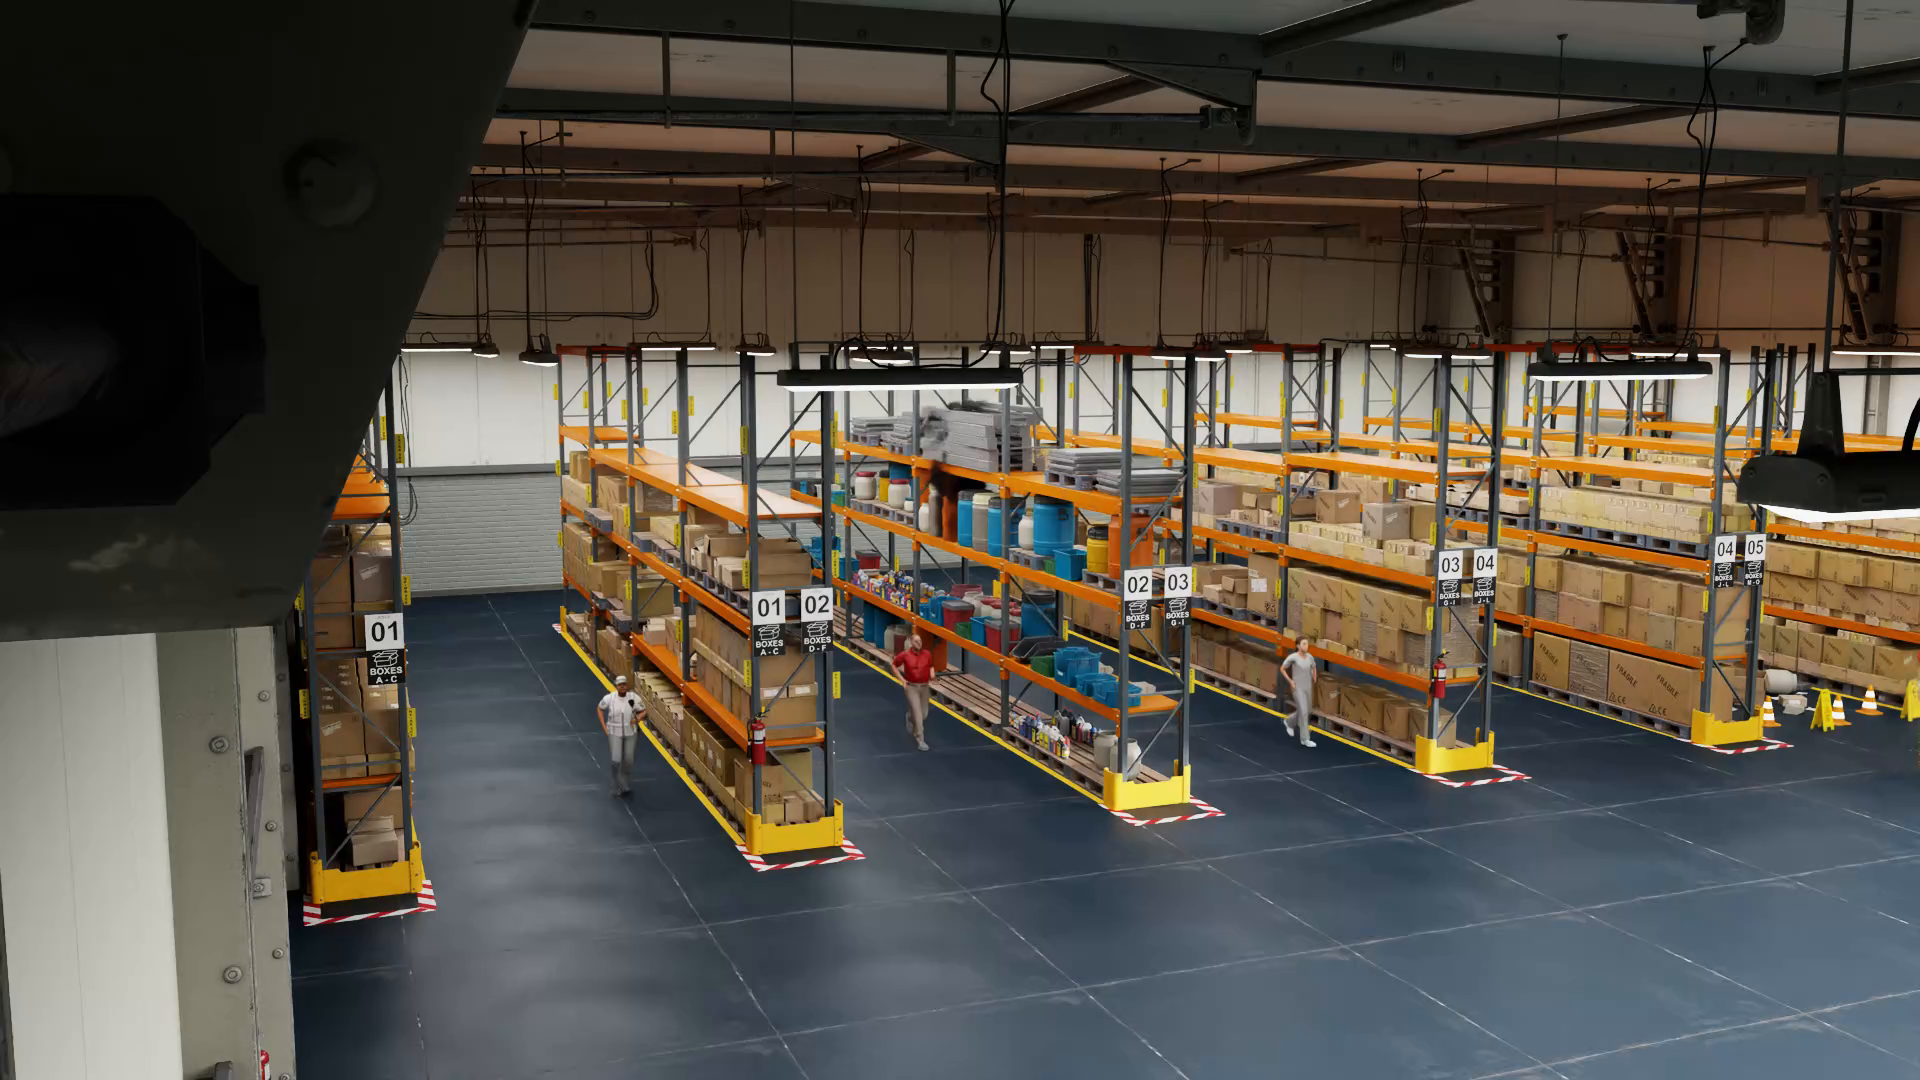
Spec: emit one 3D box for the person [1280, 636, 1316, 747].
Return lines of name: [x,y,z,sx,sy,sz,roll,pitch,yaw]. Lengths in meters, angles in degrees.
person: [5.213,2.284,25.401,0.586,1.656,0.752,-4,8,-28]

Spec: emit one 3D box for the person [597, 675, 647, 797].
person: [-4.566,2.656,22.570,0.663,1.664,0.583,-2,8,-17]

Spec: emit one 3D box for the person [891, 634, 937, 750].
person: [-0.687,2.287,25.362,0.663,1.724,0.861,-4,8,-28]
